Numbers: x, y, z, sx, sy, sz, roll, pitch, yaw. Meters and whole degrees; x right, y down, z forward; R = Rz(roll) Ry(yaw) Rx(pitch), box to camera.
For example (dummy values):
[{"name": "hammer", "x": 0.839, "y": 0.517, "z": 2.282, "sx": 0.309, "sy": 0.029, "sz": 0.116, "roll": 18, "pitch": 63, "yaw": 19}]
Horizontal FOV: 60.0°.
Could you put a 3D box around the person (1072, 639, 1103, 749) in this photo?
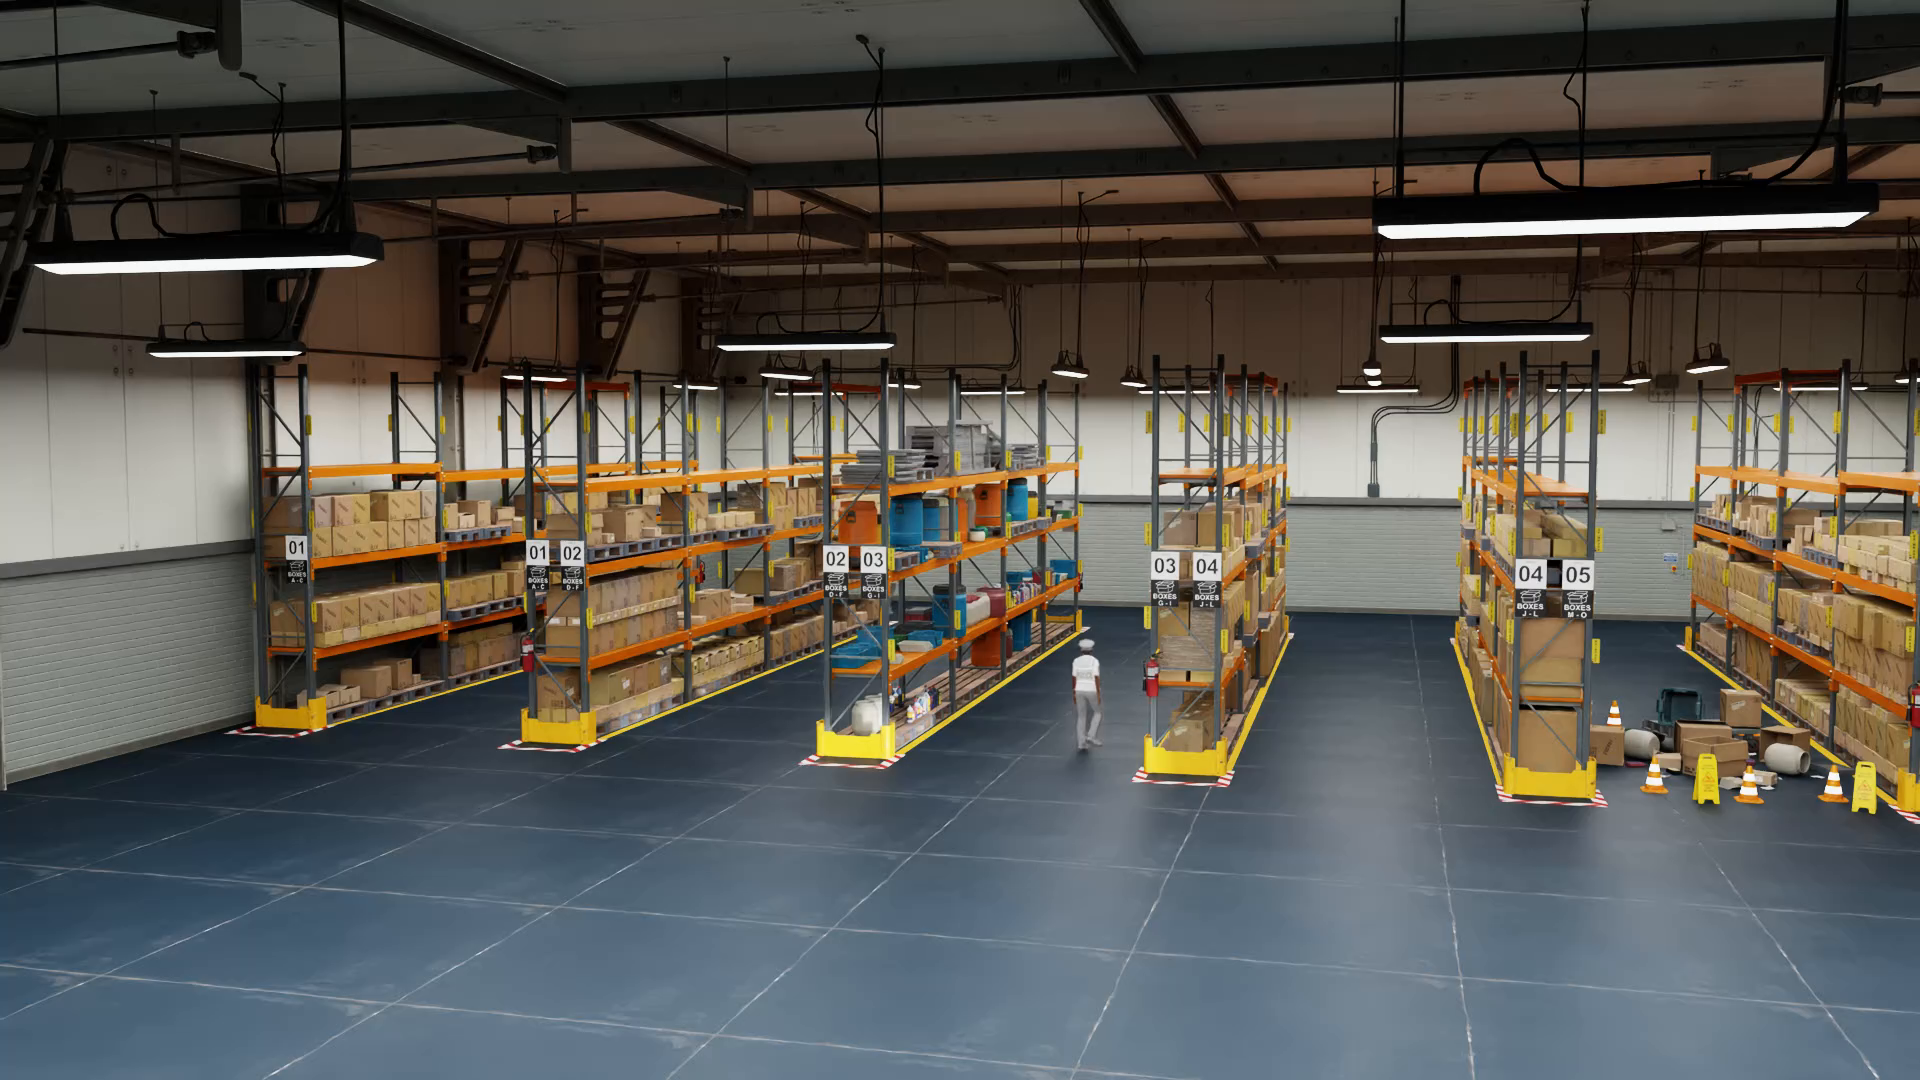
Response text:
[{"name": "person", "x": 1.962, "y": 2.378, "z": 25.744, "sx": 0.487, "sy": 1.671, "sz": 0.495, "roll": 2, "pitch": 4, "yaw": 24}]

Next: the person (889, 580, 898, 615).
[{"name": "person", "x": -1.860, "y": 1.093, "z": 43.979, "sx": 0.559, "sy": 1.713, "sz": 1.109, "roll": -1, "pitch": 4, "yaw": -20}]
